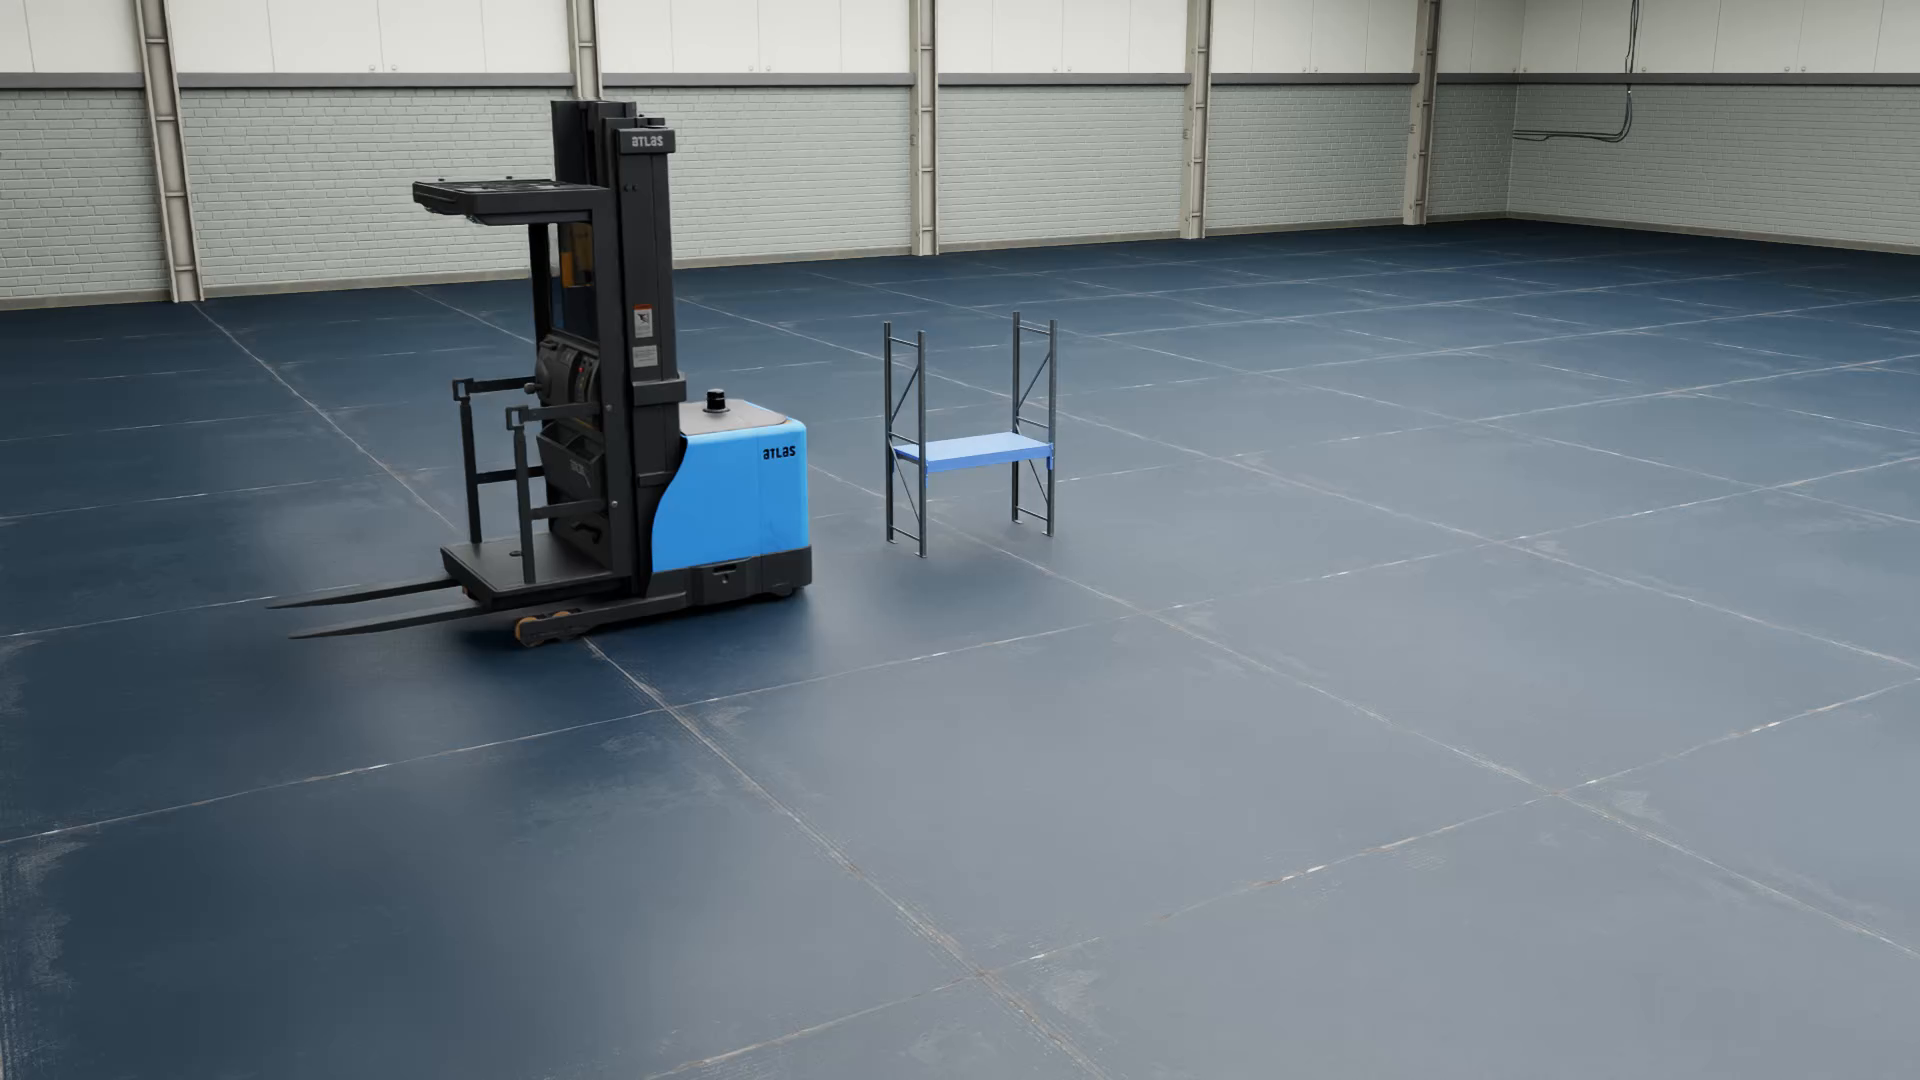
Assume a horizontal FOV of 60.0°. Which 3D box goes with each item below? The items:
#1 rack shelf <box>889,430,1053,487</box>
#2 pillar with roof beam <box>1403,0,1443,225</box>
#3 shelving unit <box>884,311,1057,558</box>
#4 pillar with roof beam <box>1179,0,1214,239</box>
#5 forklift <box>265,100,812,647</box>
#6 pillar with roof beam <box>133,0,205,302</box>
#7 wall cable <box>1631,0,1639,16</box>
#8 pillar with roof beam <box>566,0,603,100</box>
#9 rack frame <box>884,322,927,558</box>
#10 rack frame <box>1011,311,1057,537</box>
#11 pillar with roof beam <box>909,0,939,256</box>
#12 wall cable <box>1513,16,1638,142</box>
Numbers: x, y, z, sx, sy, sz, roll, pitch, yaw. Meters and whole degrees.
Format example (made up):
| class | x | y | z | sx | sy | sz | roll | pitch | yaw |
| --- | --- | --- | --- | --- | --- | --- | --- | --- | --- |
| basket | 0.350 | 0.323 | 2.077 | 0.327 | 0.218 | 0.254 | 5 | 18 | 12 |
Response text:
| class | x | y | z | sx | sy | sz | roll | pitch | yaw |
| --- | --- | --- | --- | --- | --- | --- | --- | --- | --- |
| rack shelf | 0.073 | -0.561 | 11.298 | 1.000 | 0.185 | 0.538 | -9 | 18 | -30 |
| pillar with roof beam | 11.881 | -10.060 | 30.627 | 0.400 | 9.000 | 9.100 | -9 | 18 | -30 |
| shelving unit | 0.073 | -0.734 | 11.250 | 1.048 | 1.500 | 0.538 | -9 | 18 | -30 |
| pillar with roof beam | 6.738 | -9.226 | 27.651 | 0.400 | 9.000 | 9.100 | -9 | 18 | -30 |
| forklift | -2.427 | -0.976 | 9.461 | 3.031 | 2.935 | 1.130 | -10 | 18 | -31 |
| pillar with roof beam | -8.692 | -6.724 | 18.725 | 0.400 | 9.000 | 9.100 | -9 | 18 | -30 |
| wall cable | 14.263 | -11.471 | 32.054 | 0.112 | 2.526 | 3.097 | -9 | 18 | -30 |
| pillar with roof beam | -3.549 | -7.558 | 21.701 | 0.400 | 9.000 | 9.100 | -9 | 18 | -30 |
| rack frame | -0.363 | -0.663 | 10.998 | 0.032 | 1.500 | 0.500 | -9 | 18 | -30 |
| rack frame | 0.509 | -0.805 | 11.502 | 0.032 | 1.500 | 0.500 | -9 | 18 | -30 |
| pillar with roof beam | 1.595 | -8.392 | 24.676 | 0.400 | 9.000 | 9.100 | -9 | 18 | -30 |
| wall cable | 12.870 | -9.665 | 34.968 | 0.112 | 2.526 | 3.097 | -9 | 18 | -30 |
